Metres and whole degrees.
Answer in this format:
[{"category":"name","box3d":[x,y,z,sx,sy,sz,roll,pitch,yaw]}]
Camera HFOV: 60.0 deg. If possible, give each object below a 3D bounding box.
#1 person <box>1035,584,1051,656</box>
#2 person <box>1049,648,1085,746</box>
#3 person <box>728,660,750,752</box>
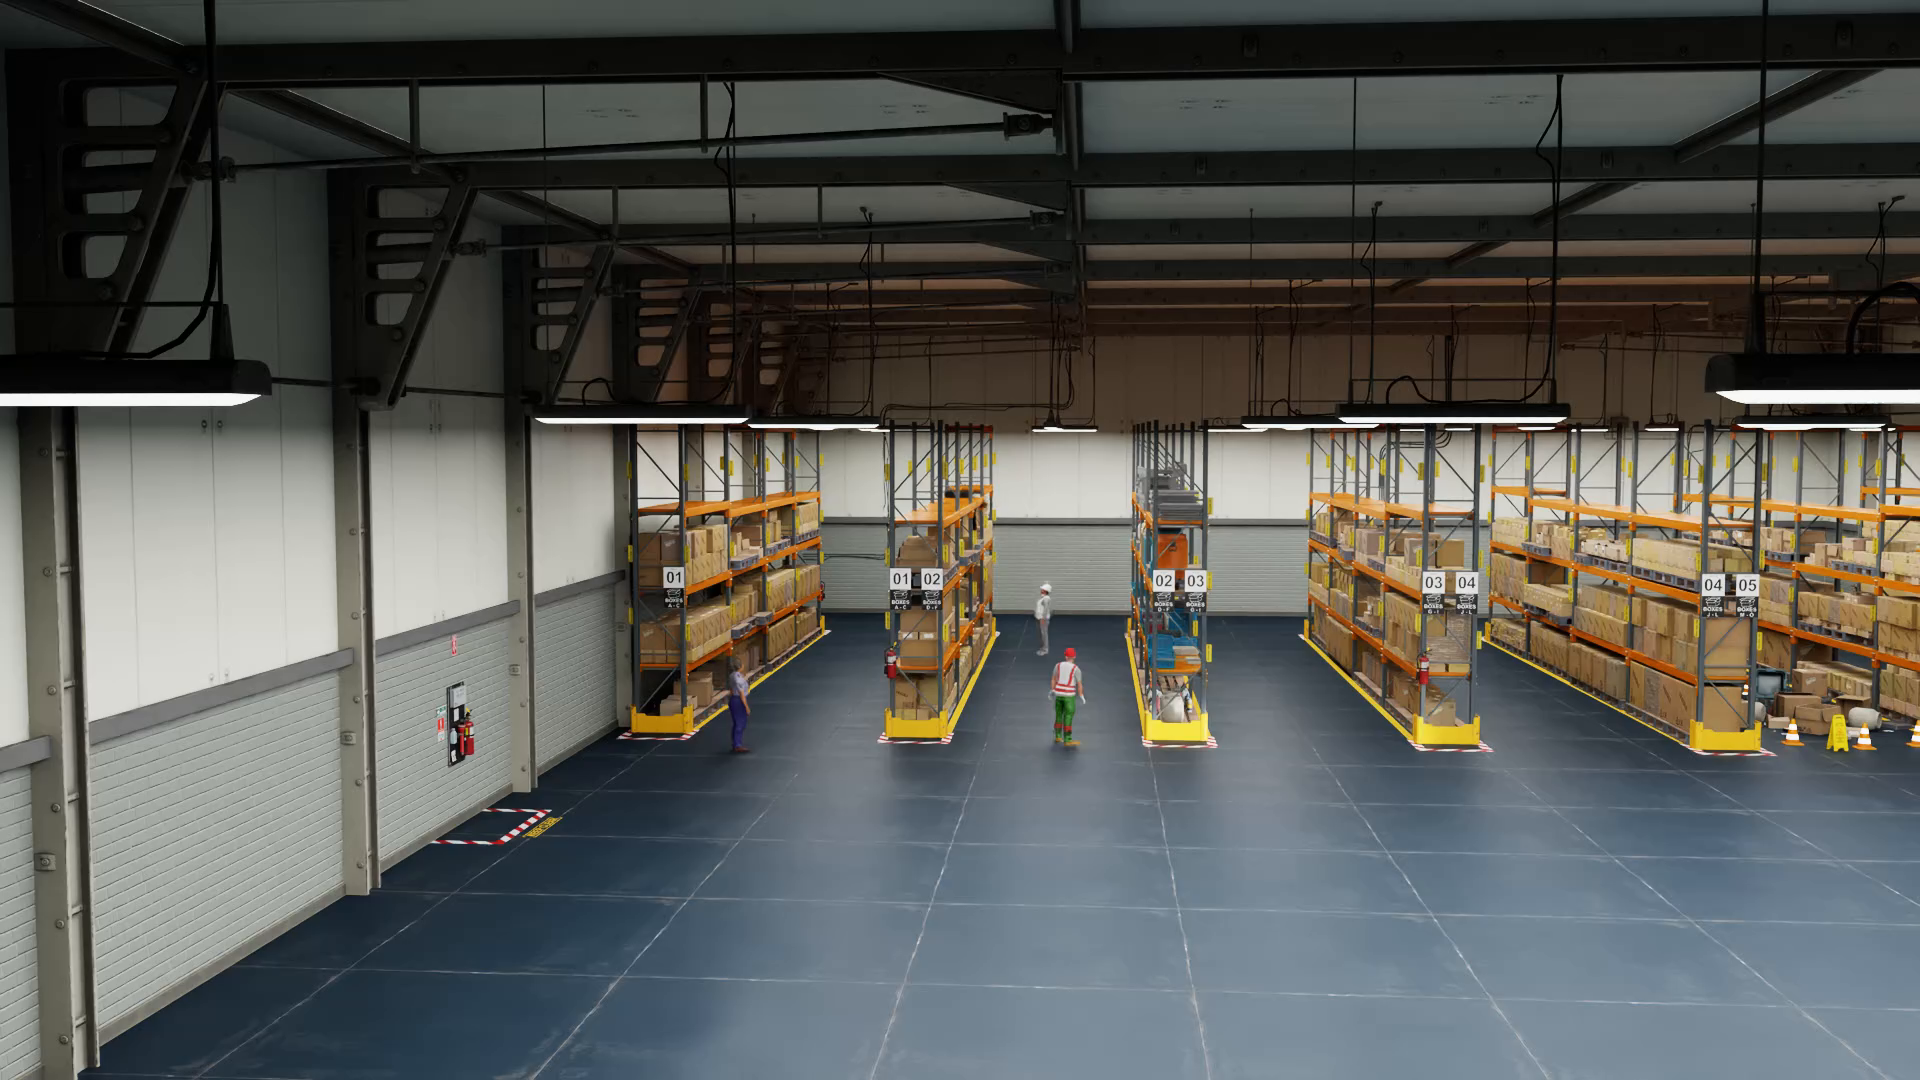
[{"category":"person","box3d":[2.084,2.001,41.988,0.453,1.774,0.559,-1,4,-17]},{"category":"person","box3d":[1.959,2.897,30.764,0.672,1.820,0.523,3,5,41]},{"category":"person","box3d":[-3.997,3.032,30.109,0.389,1.722,0.529,-1,4,-9]}]
